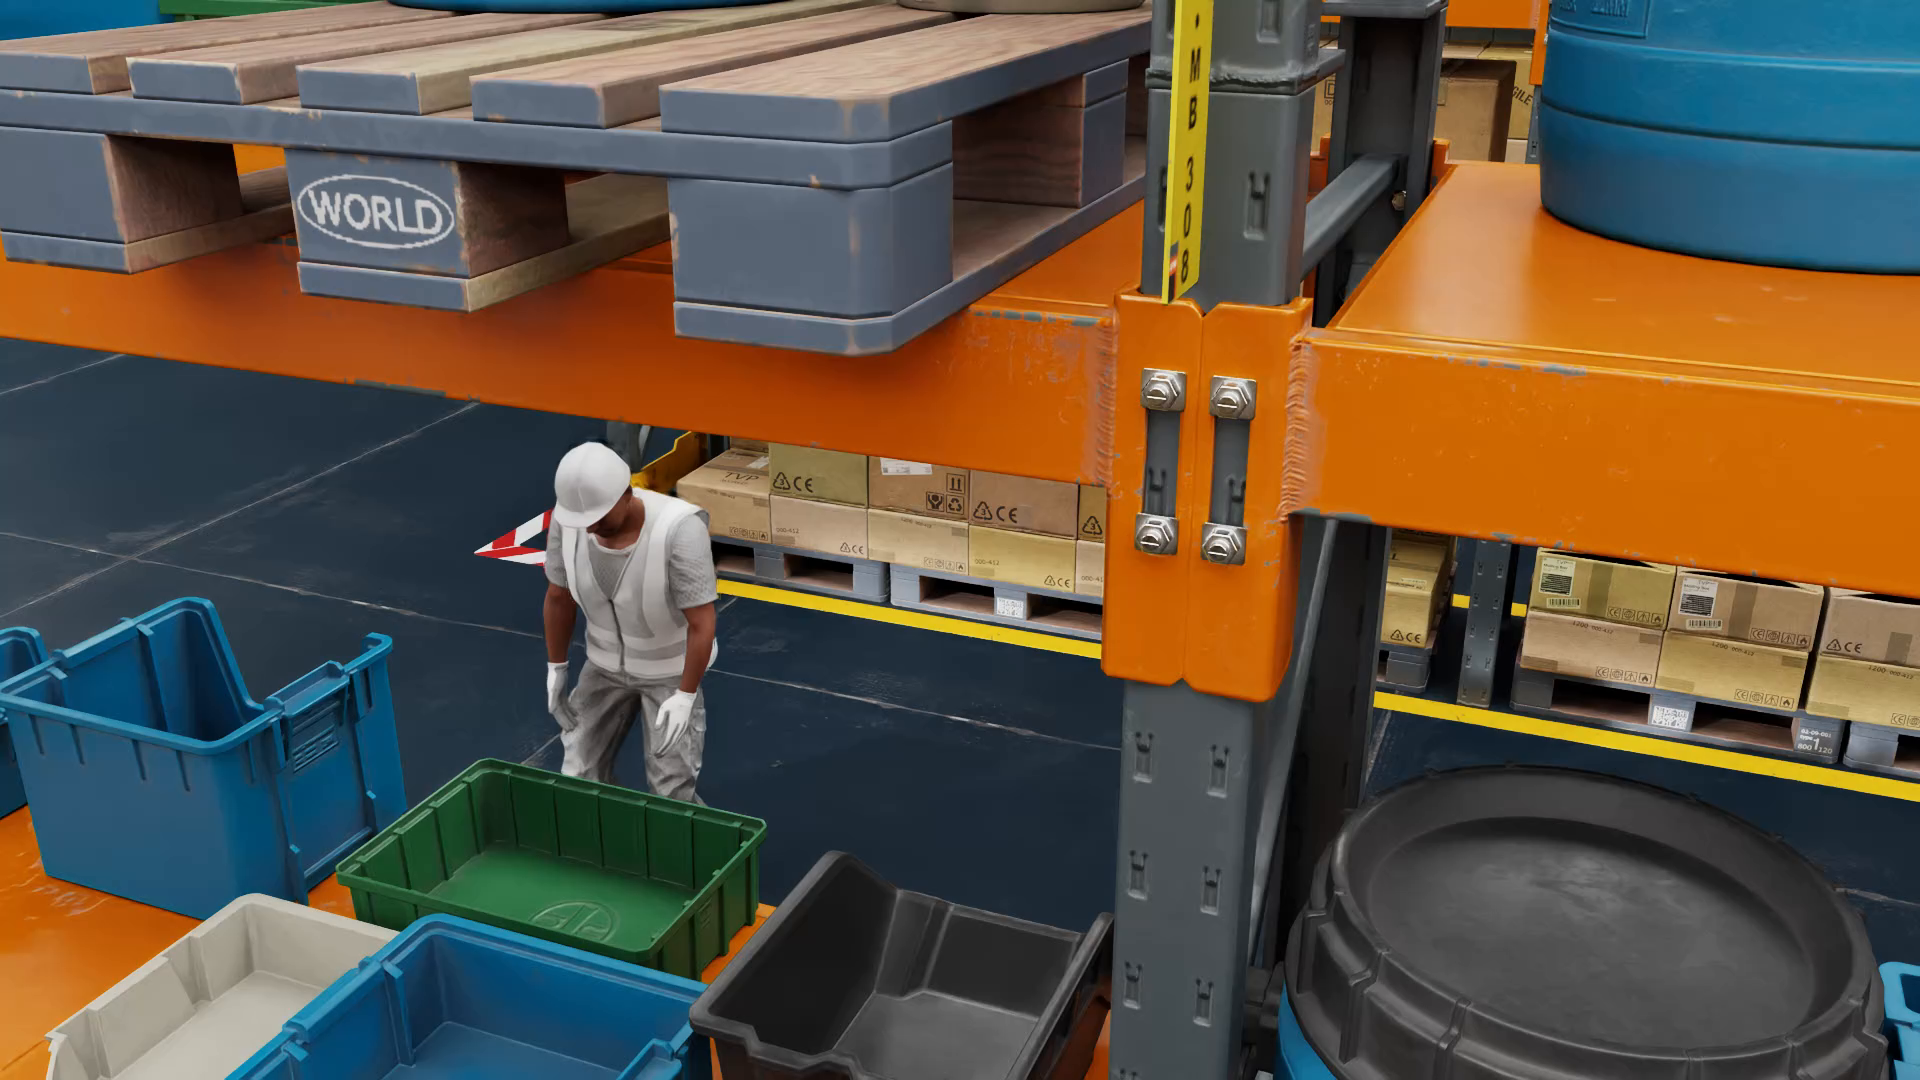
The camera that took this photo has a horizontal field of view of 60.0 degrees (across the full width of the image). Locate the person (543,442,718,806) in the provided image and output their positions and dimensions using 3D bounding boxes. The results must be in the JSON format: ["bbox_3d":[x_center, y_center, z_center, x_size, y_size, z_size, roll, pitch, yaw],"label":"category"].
[{"bbox_3d":[-1.000,0.428,5.199,0.594,1.644,0.584,9,24,21],"label":"person"}]
